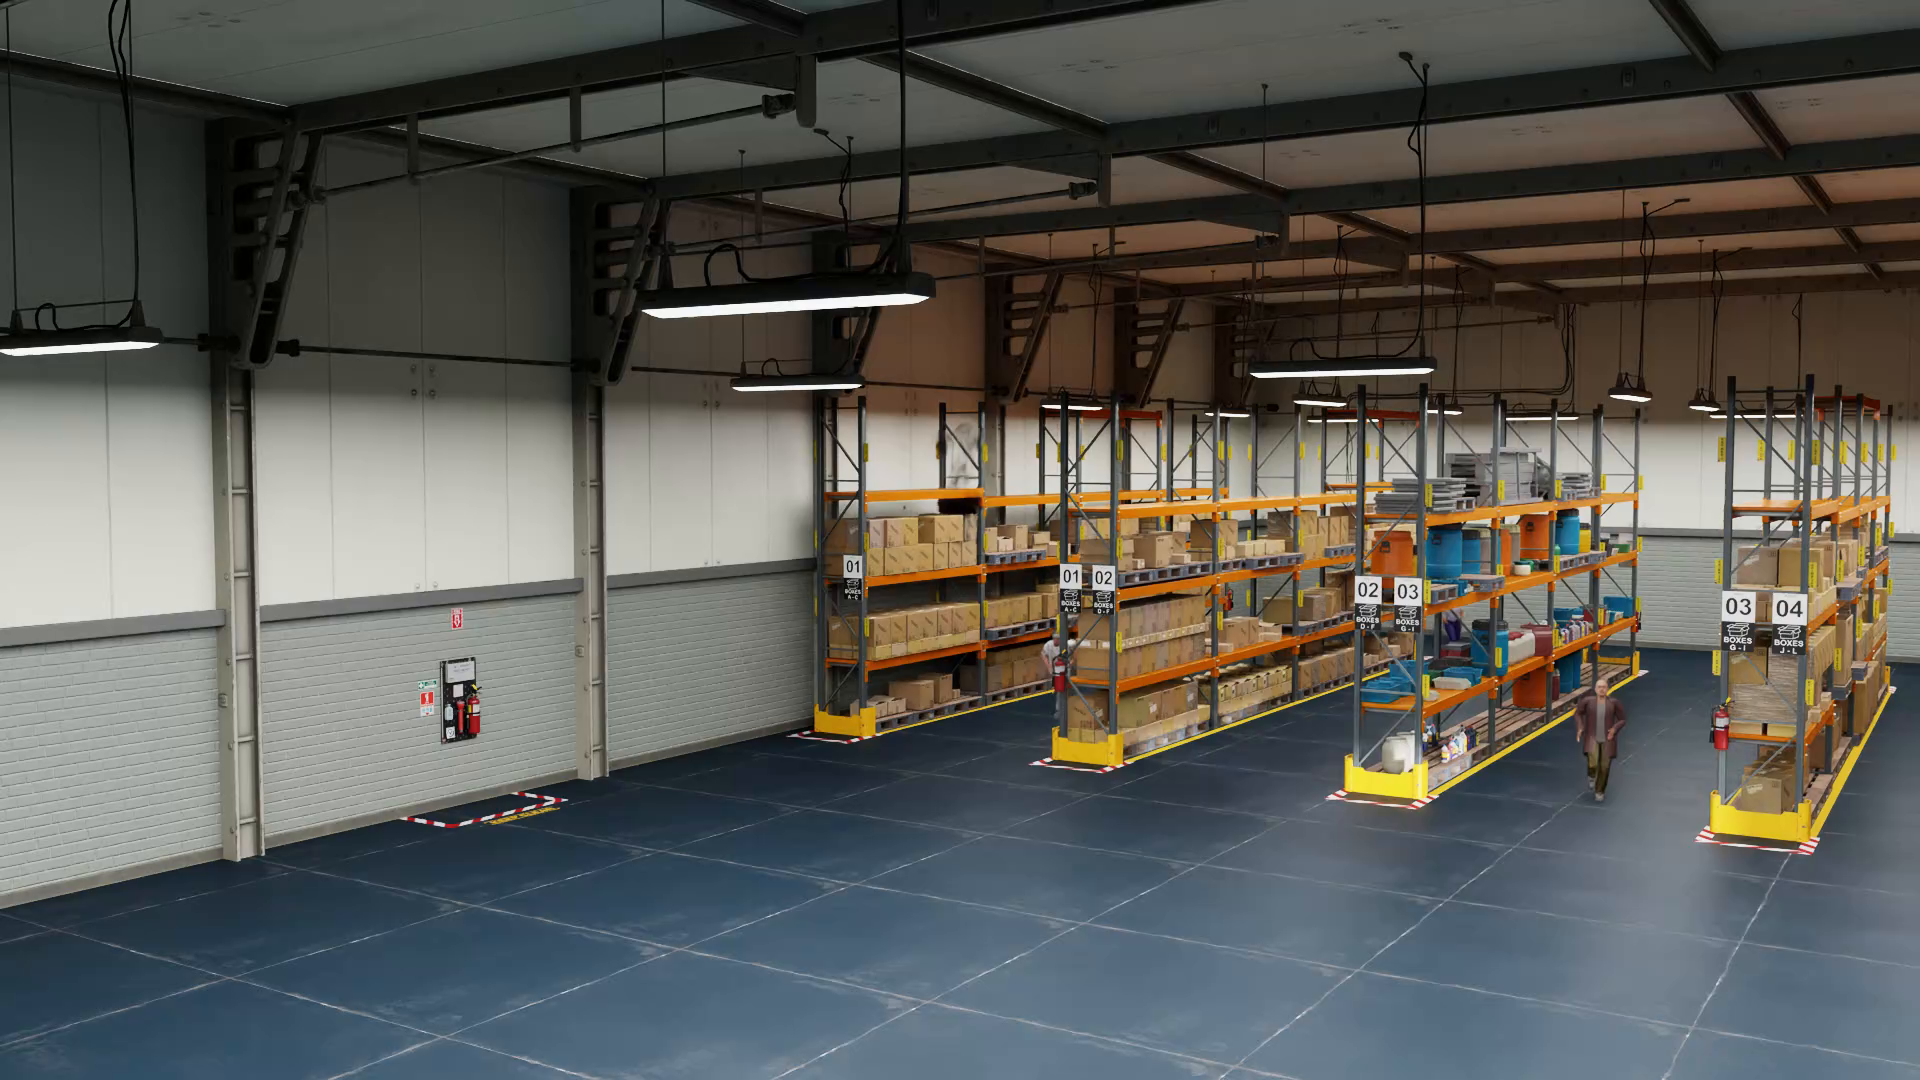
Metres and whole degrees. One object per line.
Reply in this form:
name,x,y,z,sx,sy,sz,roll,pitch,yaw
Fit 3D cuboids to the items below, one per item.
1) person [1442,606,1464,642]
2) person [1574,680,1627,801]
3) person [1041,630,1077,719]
person,11.887,2.093,40.201,0.614,1.648,0.791,0,3,-9
person,9.241,2.885,24.016,0.714,1.734,0.631,1,3,20
person,1.913,2.529,31.703,0.702,1.719,1.024,0,3,9
